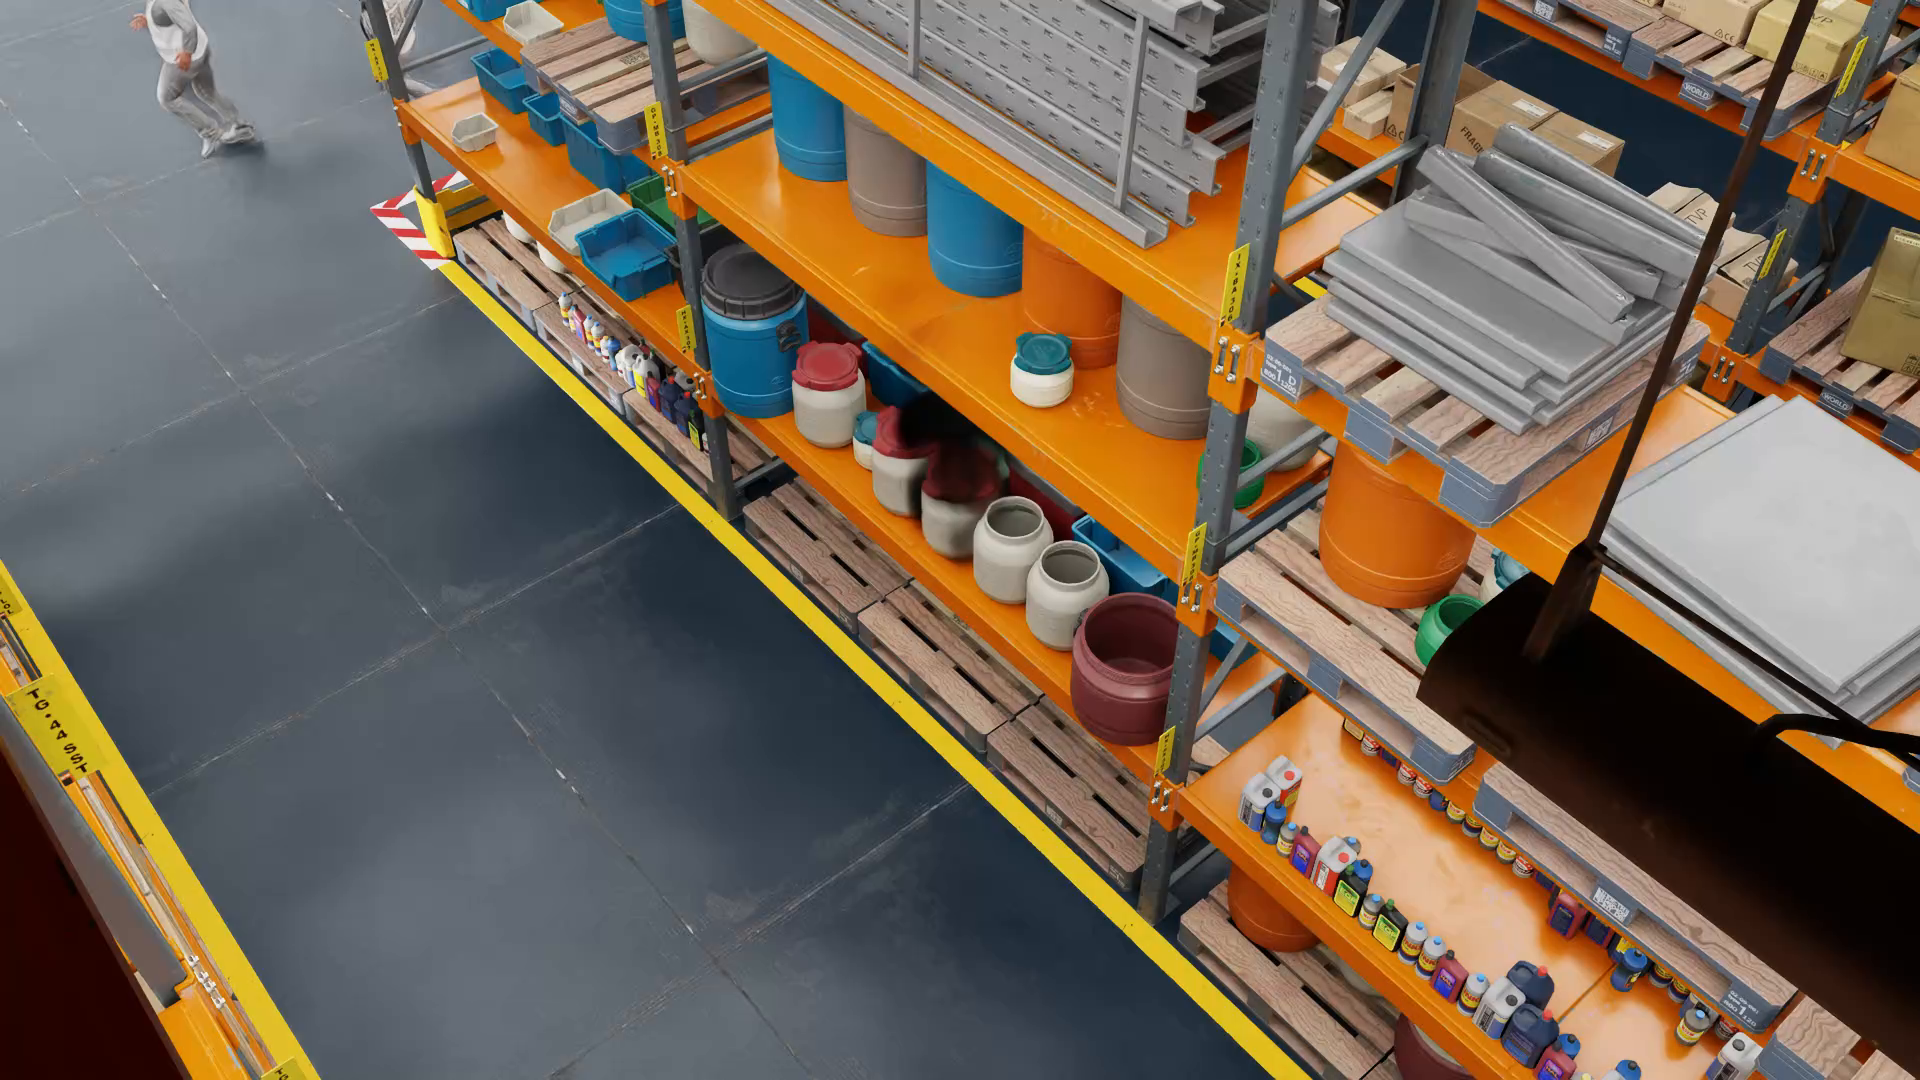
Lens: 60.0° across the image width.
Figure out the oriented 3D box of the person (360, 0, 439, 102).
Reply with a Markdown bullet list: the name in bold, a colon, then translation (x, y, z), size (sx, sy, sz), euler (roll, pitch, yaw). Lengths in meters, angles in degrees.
- **person**: translation (-4.645, -4.094, 13.776), size (0.516, 1.657, 0.659), euler (4, 47, 4)

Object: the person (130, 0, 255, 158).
- **person**: translation (-6.340, -3.965, 13.541), size (0.701, 1.782, 0.655), euler (-4, 47, -4)
